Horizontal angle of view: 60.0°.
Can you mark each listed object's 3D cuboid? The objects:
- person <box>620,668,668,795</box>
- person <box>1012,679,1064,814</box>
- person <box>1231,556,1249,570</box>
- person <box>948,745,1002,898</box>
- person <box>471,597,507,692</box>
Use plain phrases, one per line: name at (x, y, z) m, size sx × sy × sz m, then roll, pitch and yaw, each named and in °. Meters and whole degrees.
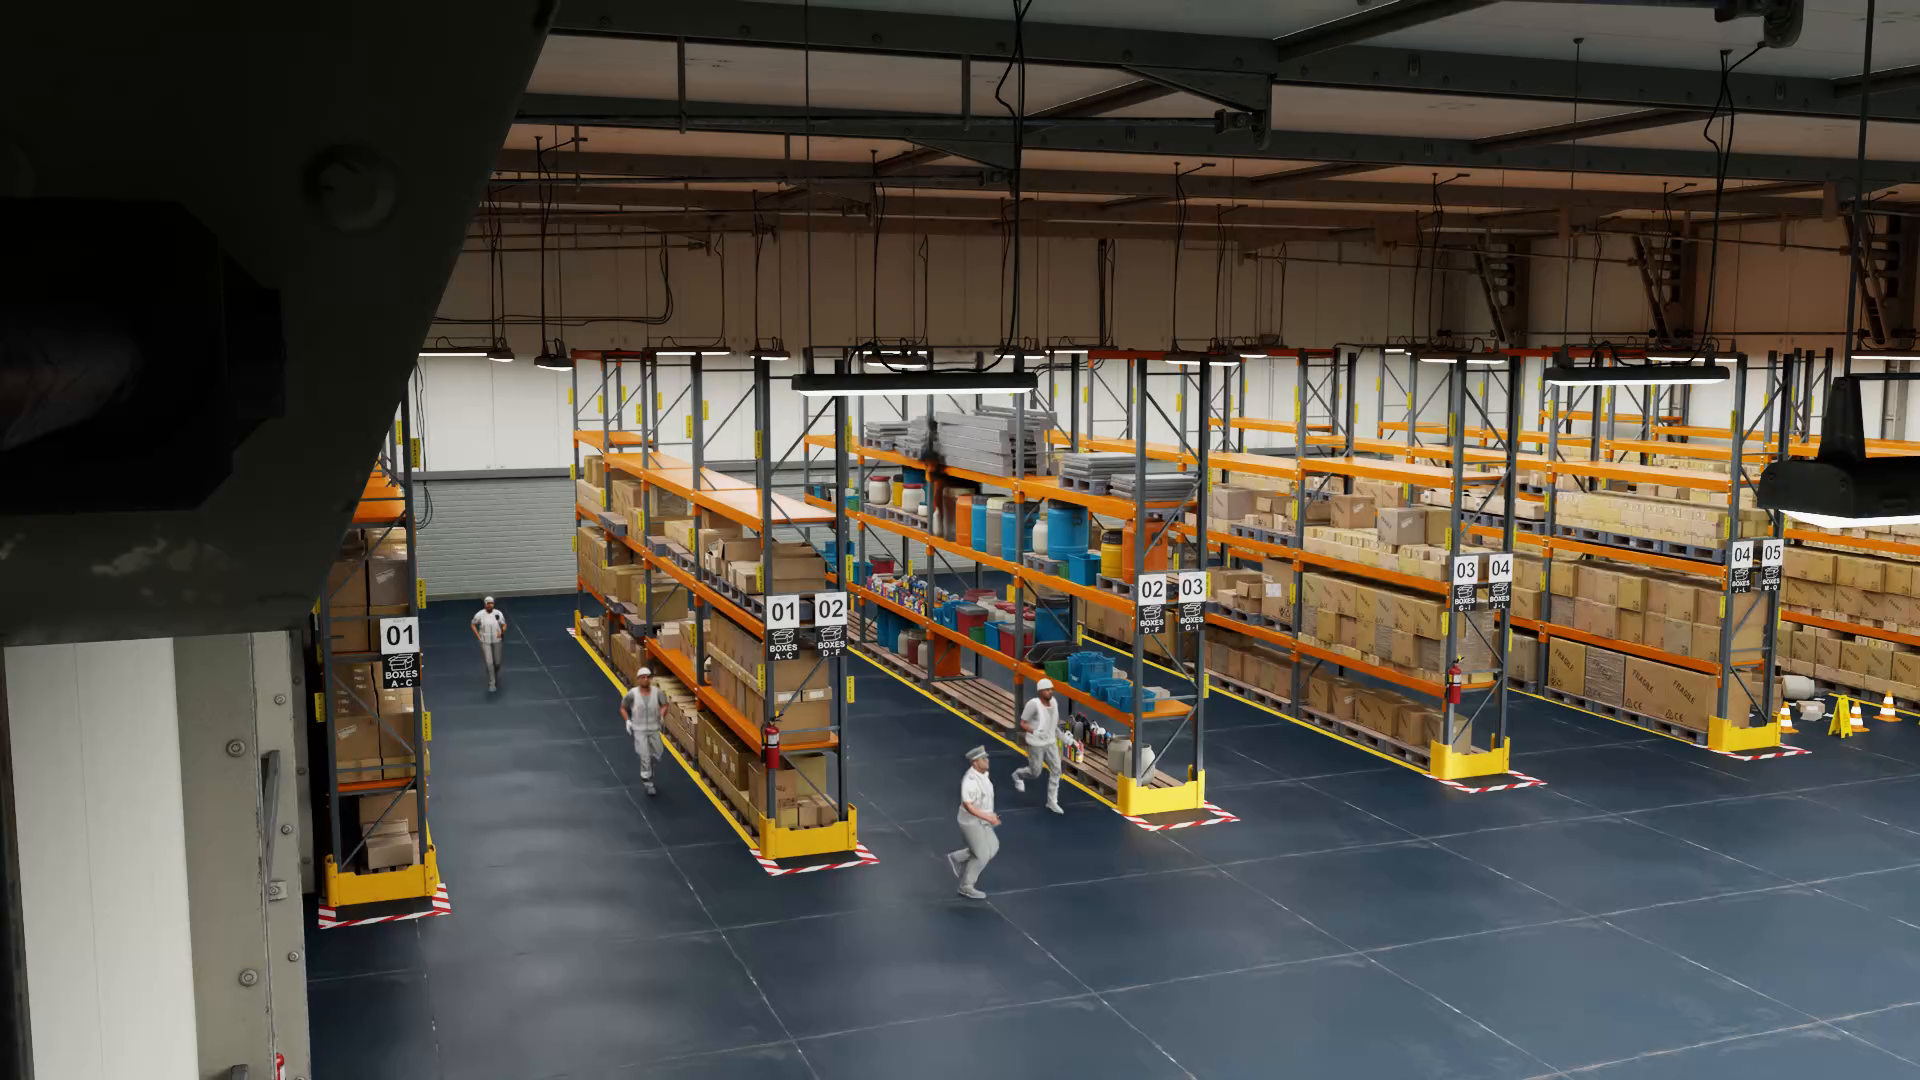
person at (-4.347, 2.615, 22.971) m, size 0.651 × 1.747 × 0.692 m, roll -3°, pitch 8°, yaw -21°
person at (1.066, 2.713, 22.253) m, size 0.693 × 1.770 × 0.957 m, roll -5°, pitch 9°, yaw -38°
person at (6.961, 0.397, 41.542) m, size 0.808 × 1.514 × 0.608 m, roll 5°, pitch 9°, yaw 36°
person at (0.174, 3.156, 18.750) m, size 0.673 × 1.753 × 0.676 m, roll 2°, pitch 7°, yaw 15°
person at (-8.407, 1.829, 29.730) m, size 0.613 × 1.660 × 0.726 m, roll -3°, pitch 8°, yaw -25°
